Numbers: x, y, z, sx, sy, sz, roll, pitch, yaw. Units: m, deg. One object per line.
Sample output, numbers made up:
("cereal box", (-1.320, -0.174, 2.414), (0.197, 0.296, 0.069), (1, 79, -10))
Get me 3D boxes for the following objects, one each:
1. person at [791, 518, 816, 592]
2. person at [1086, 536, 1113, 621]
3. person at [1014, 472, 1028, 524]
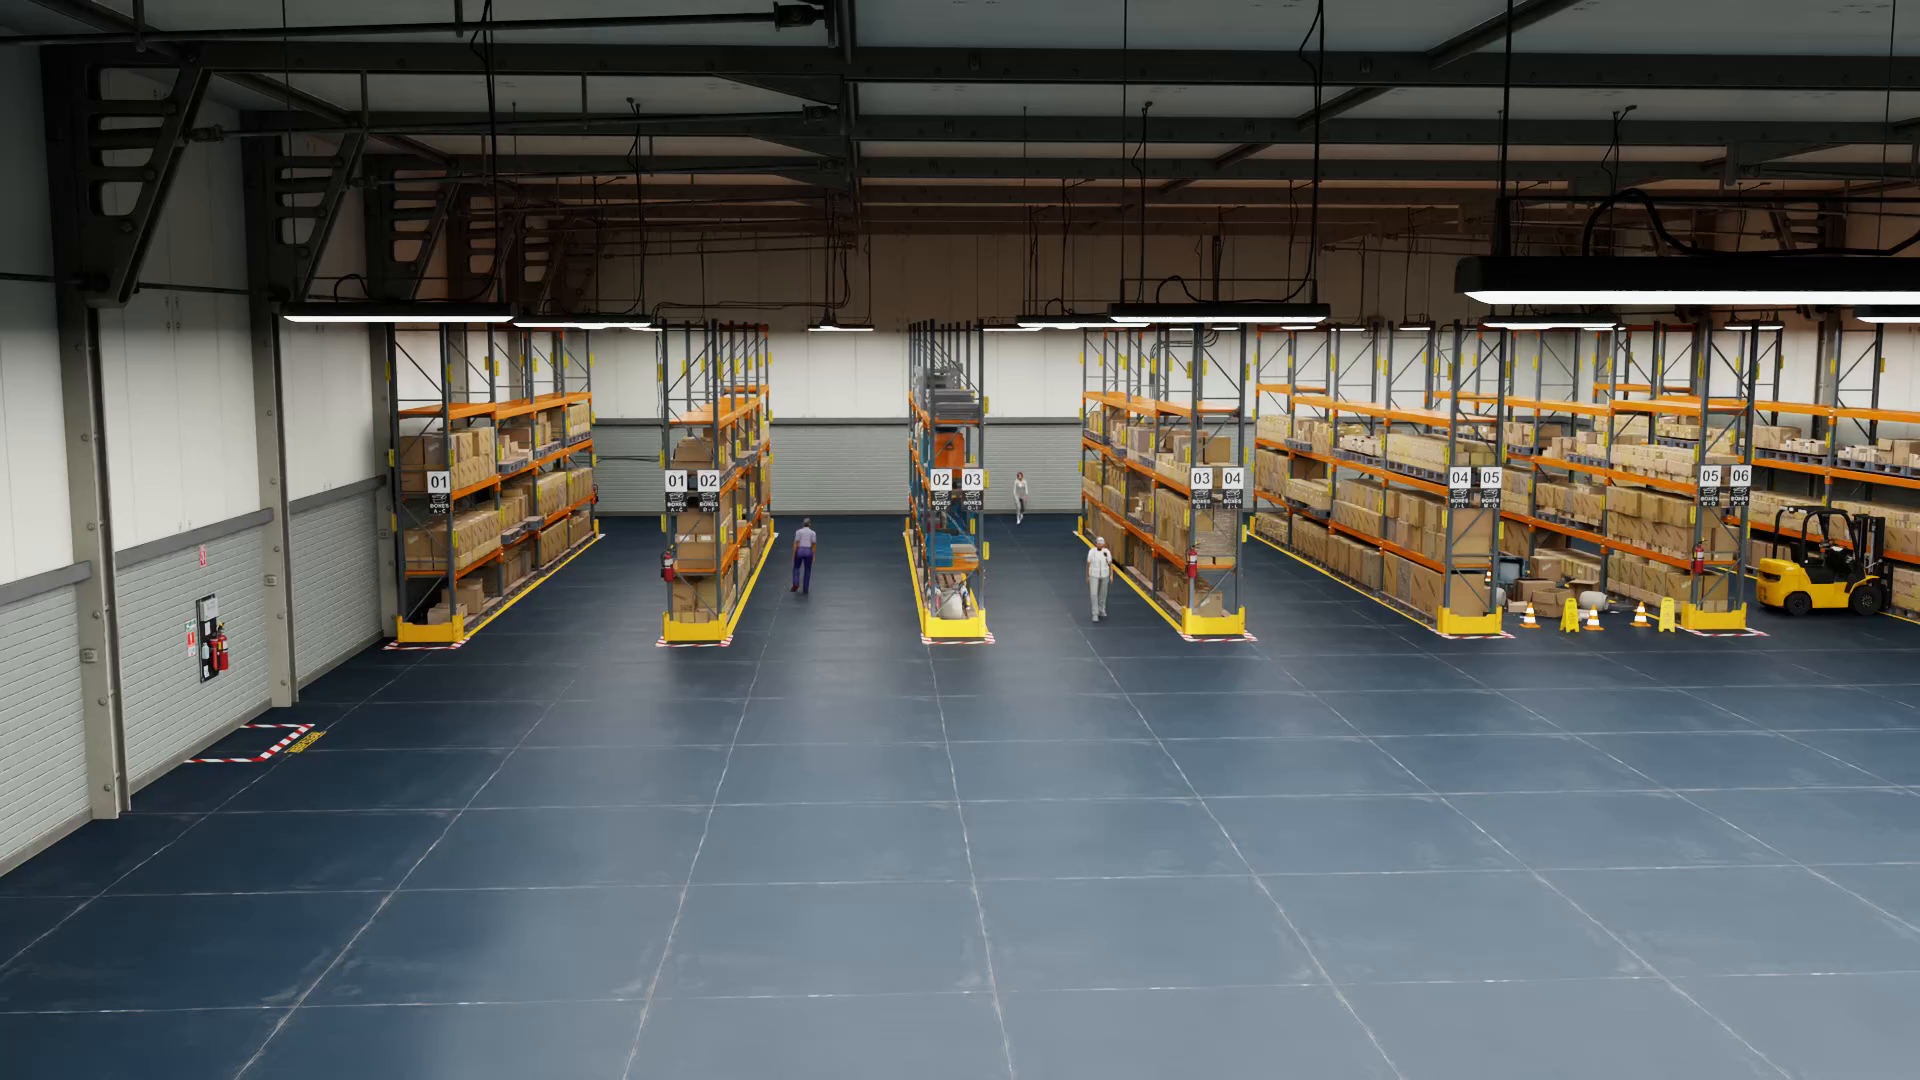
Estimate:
("person", (-3.477, 0.340, 36.993), (0.582, 1.657, 0.398), (0, 7, 0))
("person", (2.828, 0.766, 33.593), (0.534, 1.685, 0.638), (0, 7, -2))
("person", (1.841, -1.288, 50.516), (0.422, 1.530, 0.768), (-1, 7, -5))
